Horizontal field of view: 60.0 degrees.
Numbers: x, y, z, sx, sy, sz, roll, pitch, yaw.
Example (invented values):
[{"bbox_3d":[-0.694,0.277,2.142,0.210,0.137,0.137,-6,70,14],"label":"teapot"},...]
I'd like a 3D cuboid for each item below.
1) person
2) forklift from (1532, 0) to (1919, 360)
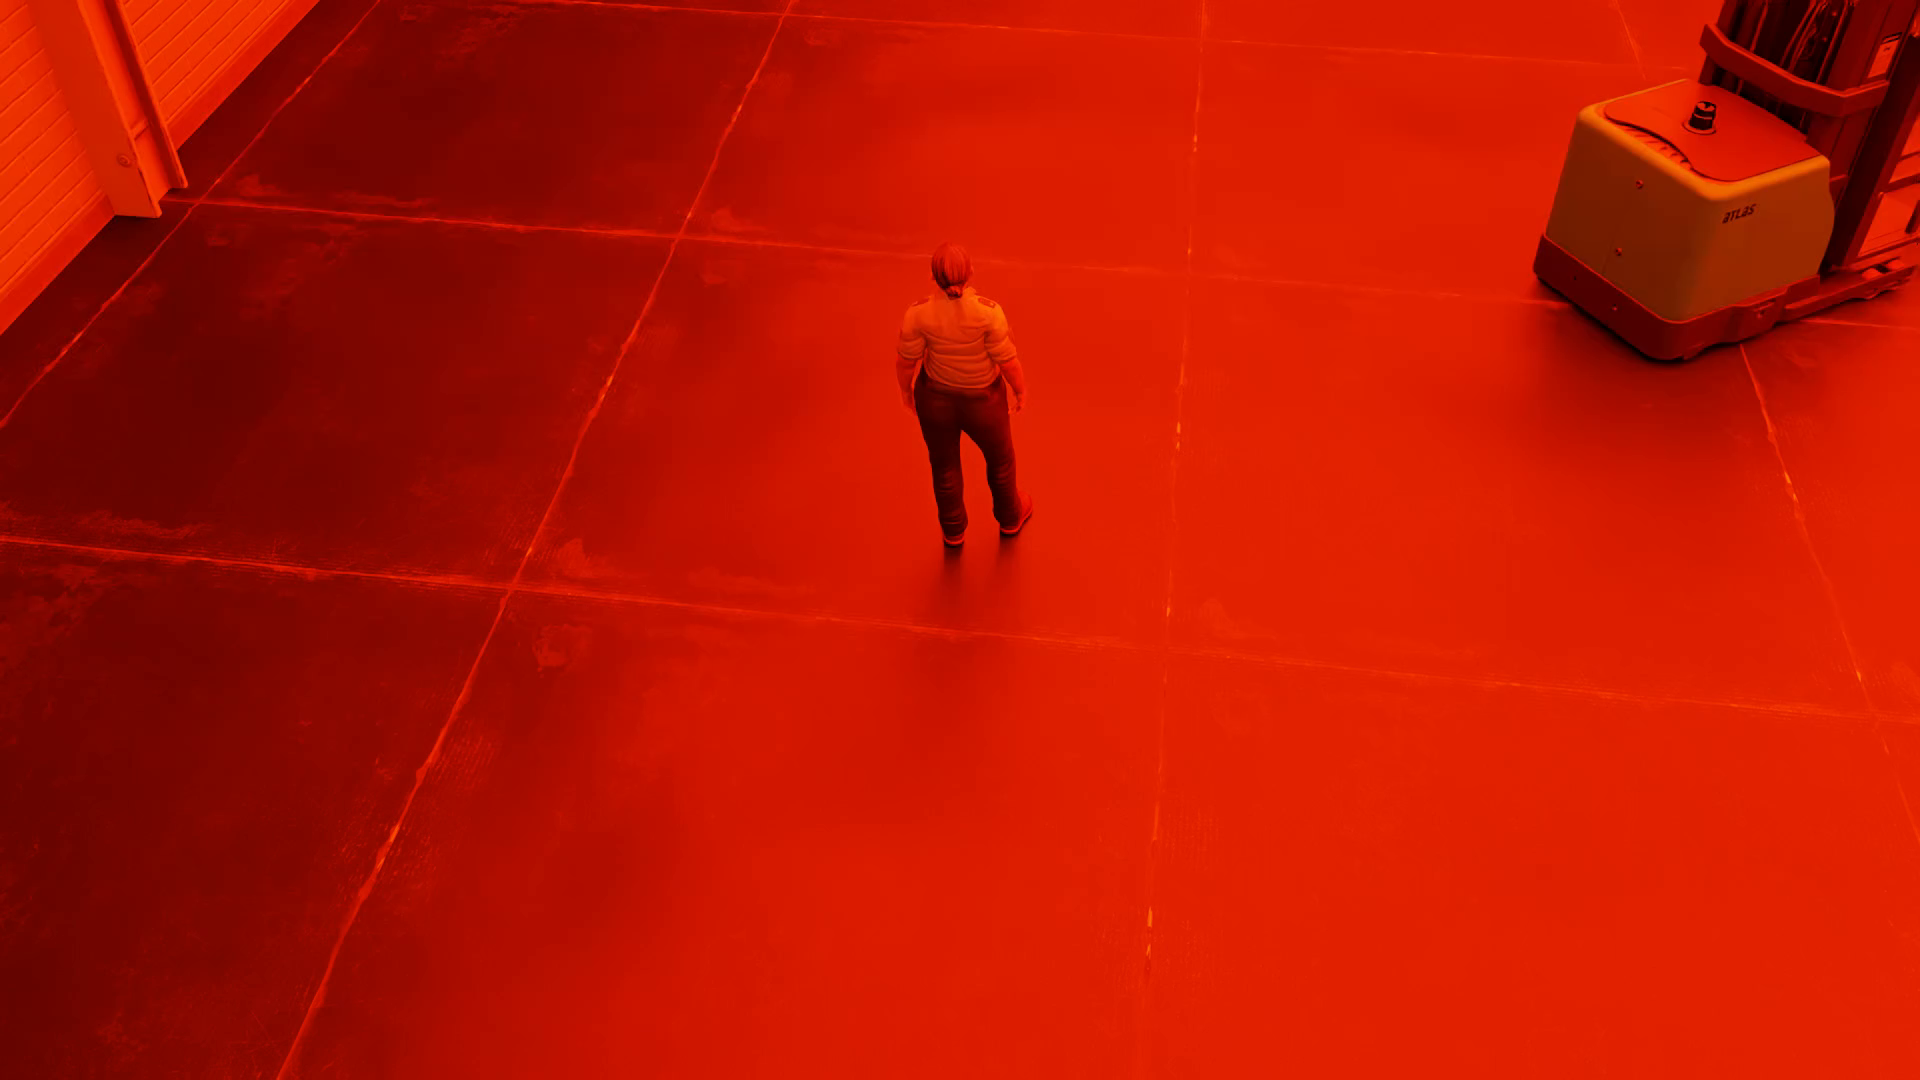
[{"bbox_3d":[0.035,-0.670,7.392,0.598,1.651,0.502,5,43,6],"label":"person"},{"bbox_3d":[4.807,-2.736,8.703,3.031,2.935,1.130,-19,46,-20],"label":"forklift"}]
